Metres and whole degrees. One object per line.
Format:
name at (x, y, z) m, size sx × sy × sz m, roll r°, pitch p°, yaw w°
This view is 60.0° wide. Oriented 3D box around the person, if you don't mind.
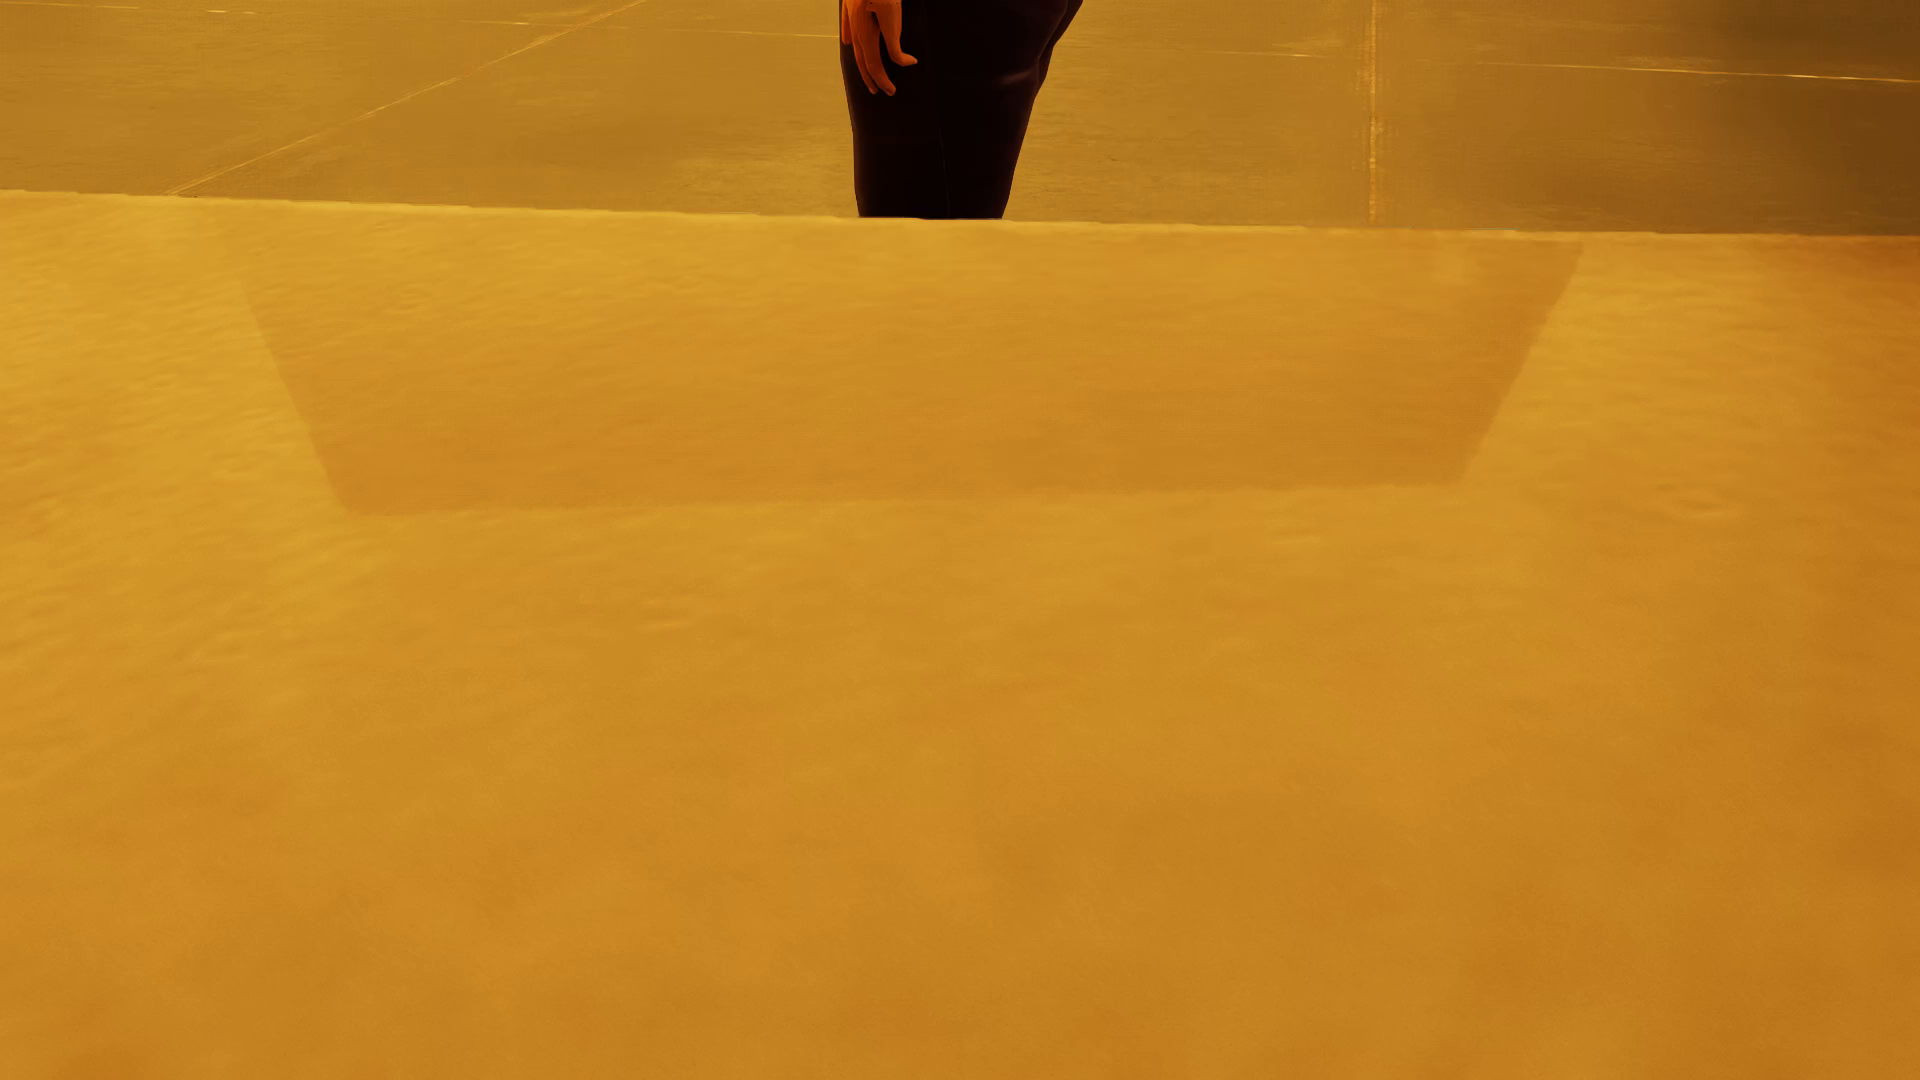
person at (-0.082, -0.761, 2.163) m, size 0.503 × 1.650 × 0.599 m, roll 6°, pitch 27°, yaw 11°
